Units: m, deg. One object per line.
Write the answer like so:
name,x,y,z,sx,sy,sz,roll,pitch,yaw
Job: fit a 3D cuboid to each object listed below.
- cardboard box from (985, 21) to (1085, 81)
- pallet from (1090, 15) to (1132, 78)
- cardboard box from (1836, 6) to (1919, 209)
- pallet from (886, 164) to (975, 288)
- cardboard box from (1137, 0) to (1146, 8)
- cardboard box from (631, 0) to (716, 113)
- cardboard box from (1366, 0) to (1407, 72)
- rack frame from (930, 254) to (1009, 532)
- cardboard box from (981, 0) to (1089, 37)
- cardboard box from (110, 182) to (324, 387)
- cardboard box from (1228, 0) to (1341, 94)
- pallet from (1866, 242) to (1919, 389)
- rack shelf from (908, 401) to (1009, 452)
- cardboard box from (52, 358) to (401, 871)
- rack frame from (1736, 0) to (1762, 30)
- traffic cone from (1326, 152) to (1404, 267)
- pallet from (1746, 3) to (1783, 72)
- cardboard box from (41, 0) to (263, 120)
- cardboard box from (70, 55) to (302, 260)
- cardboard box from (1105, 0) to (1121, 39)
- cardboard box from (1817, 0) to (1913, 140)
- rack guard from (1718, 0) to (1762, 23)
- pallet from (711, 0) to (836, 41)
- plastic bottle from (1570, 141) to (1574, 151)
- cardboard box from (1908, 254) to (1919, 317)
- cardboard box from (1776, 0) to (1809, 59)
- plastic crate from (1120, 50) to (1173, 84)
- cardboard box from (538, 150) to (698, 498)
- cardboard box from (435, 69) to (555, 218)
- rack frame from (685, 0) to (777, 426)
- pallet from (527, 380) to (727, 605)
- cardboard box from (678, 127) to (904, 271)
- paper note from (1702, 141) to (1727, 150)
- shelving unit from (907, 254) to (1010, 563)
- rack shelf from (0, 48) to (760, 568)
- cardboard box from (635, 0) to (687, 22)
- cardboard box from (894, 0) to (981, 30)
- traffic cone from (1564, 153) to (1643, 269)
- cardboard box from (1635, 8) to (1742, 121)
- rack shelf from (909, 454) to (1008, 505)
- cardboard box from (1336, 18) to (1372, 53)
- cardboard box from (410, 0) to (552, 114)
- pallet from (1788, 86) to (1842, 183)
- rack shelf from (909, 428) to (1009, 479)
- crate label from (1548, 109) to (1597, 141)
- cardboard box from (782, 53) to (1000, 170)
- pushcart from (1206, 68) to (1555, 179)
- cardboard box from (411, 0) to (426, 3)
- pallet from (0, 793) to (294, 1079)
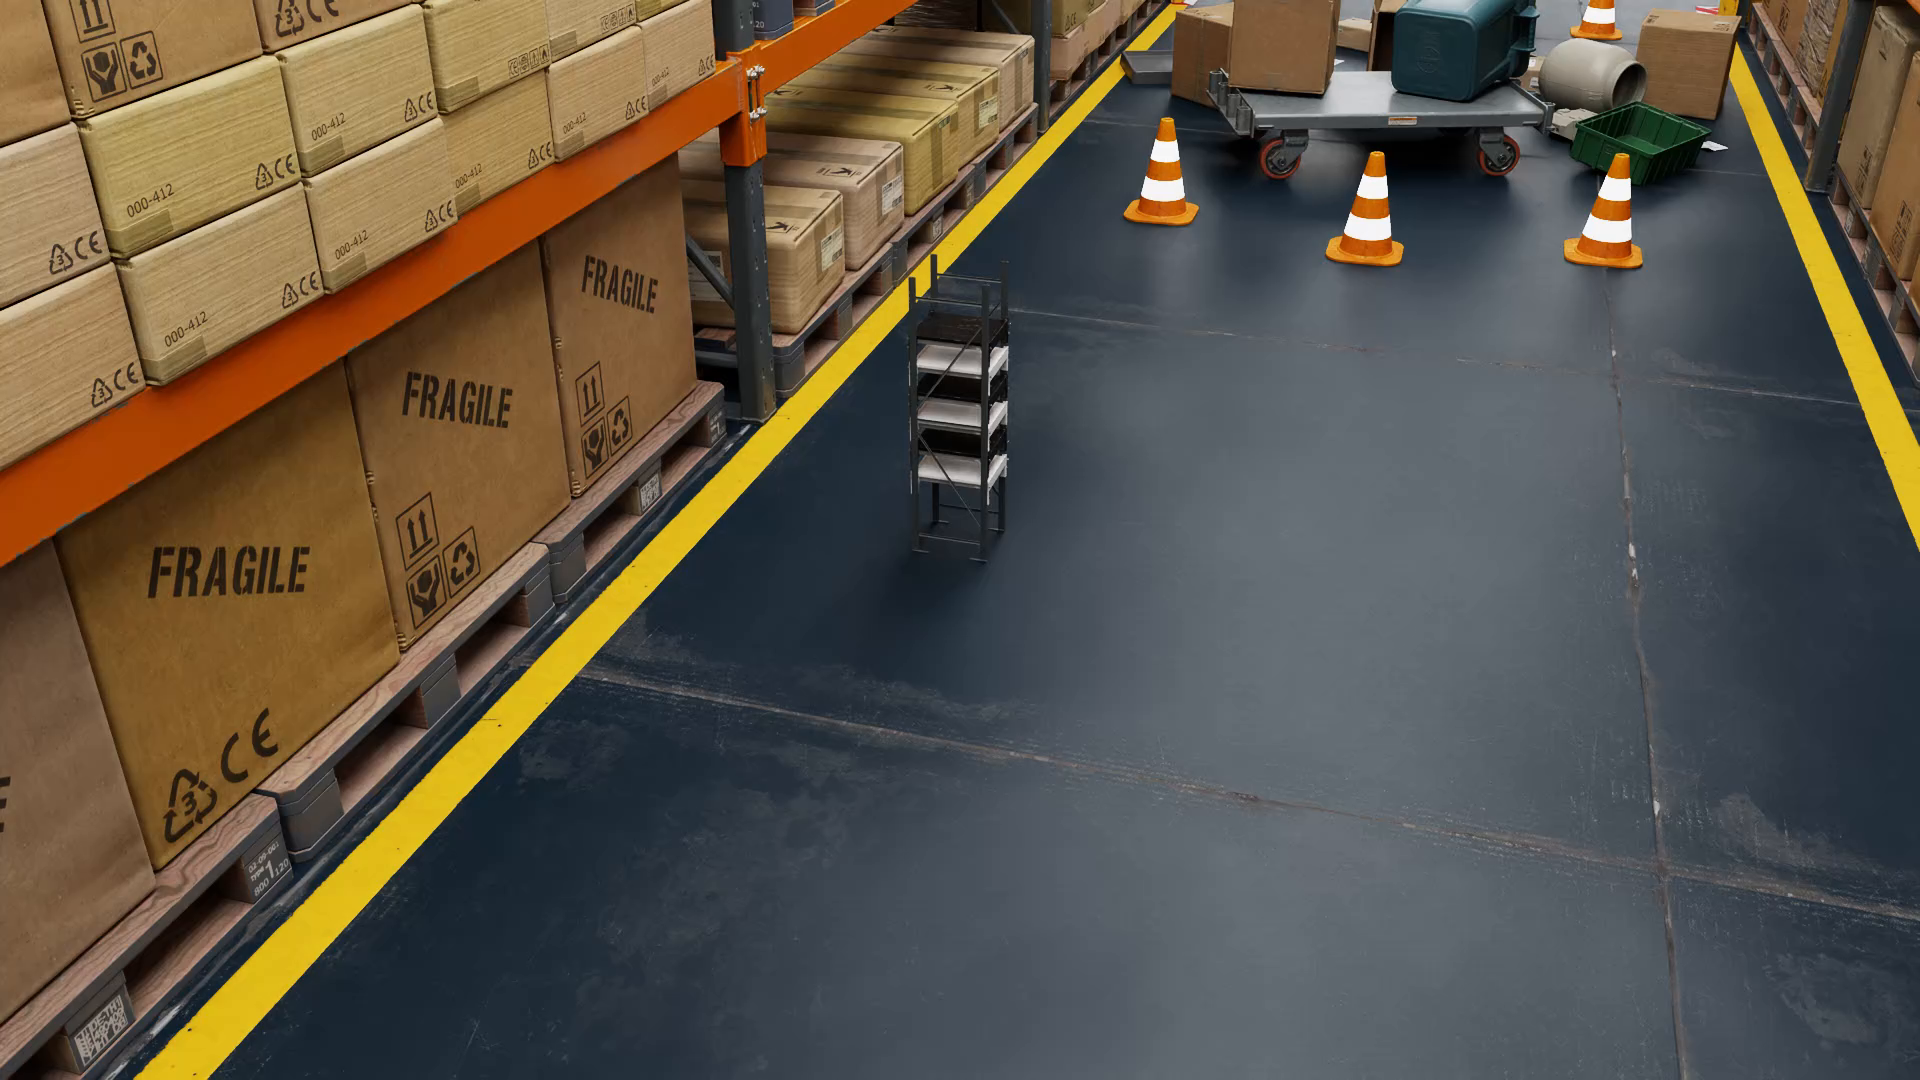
cardboard box,0.439,-2.898,9.770,0.500,0.250,0.500,7,30,13
pallet,0.528,-3.348,11.051,1.003,0.211,1.213,8,30,15
cardboard box,4.673,-1.920,7.498,1.050,0.750,0.750,8,30,15
pallet,-0.575,-1.531,7.785,1.003,0.211,1.213,8,30,15
cardboard box,1.042,-3.868,11.513,0.500,0.250,0.500,9,30,15
cardboard box,-1.066,-1.484,4.986,0.500,0.250,0.500,7,30,13
cardboard box,2.820,-2.894,9.796,0.797,0.637,0.503,8,30,15
rack frame,0.027,-0.437,5.109,0.240,0.900,0.006,8,30,15
cardboard box,0.439,-3.226,9.588,0.500,0.500,0.500,10,31,17
cardboard box,-1.643,-0.541,3.290,0.500,0.250,0.500,8,30,14
cardboard box,1.718,-2.679,8.773,0.500,0.500,0.500,8,30,15
pallet,4.259,-0.864,6.587,1.003,0.211,1.213,8,30,15
rack shelf,-0.002,-0.360,5.041,0.258,0.077,0.200,8,30,15
cardboard box,-1.977,0.062,3.807,0.875,0.875,0.875,9,30,16
rack frame,5.944,-4.880,10.937,1.000,3.000,0.127,8,30,15
traffic cone,1.853,-1.518,7.503,0.336,0.463,0.334,8,30,15
pallet,5.784,-3.279,10.927,1.003,0.211,1.213,8,30,15
cardboard box,-1.664,-1.080,2.974,0.500,0.500,0.500,8,30,14
cardboard box,-1.642,-0.757,3.165,0.500,0.250,0.500,9,30,16
cardboard box,0.738,-3.395,10.663,0.500,0.250,0.500,8,30,14
cardboard box,5.021,-2.558,8.517,0.875,0.875,0.875,9,30,16
rack guard,5.951,-3.799,11.564,1.175,0.500,0.348,8,30,15
pallet,-1.059,-2.084,6.108,1.213,0.211,1.003,8,30,15
plastic bottle,3.408,-2.081,8.927,0.133,0.061,0.283,-6,30,-11
cardboard box,4.114,-1.040,5.915,1.050,0.750,0.750,9,30,16
cardboard box,5.552,-3.401,10.032,0.875,0.875,0.875,8,30,14
plastic crate,1.253,-3.017,10.591,0.402,0.080,0.583,-1,29,-3
cardboard box,-1.448,-0.767,5.298,0.875,0.875,0.875,8,30,14
cardboard box,-1.365,-1.013,4.139,0.500,0.250,0.500,8,30,14
rack frame,-1.166,-1.822,5.439,1.000,3.000,0.127,8,30,15
pallet,-1.470,-0.247,5.478,1.003,0.211,1.213,8,30,15
cardboard box,-0.782,-1.462,7.064,0.950,0.372,0.625,8,30,14
paper note,4.101,-2.166,9.111,0.147,0.020,0.142,-12,31,-20
shelving unit,-0.002,-0.389,5.024,0.258,0.900,0.210,8,30,15
rack shelf,-1.753,-0.578,3.943,1.077,0.370,4.000,8,30,15
cardboard box,-1.065,-1.713,4.884,0.500,0.250,0.500,8,30,15
cardboard box,-0.075,-3.303,9.728,0.500,0.500,0.500,8,30,14
traffic cone,2.932,-1.505,7.479,0.336,0.463,0.334,8,30,15
cardboard box,4.244,-2.798,9.762,0.500,0.500,0.500,14,32,23
rack shelf,-0.002,-0.203,5.128,0.258,0.077,0.200,8,30,15
cardboard box,2.729,-3.397,11.203,0.250,0.149,0.380,-24,37,-37
cardboard box,-1.343,-1.234,4.022,0.500,0.250,0.500,8,30,14
pallet,5.068,-2.145,8.888,1.003,0.211,1.213,8,30,15
rack shelf,-0.002,-0.282,5.084,0.258,0.077,0.200,8,30,15
crate label,3.434,-2.309,9.261,0.298,0.136,0.250,-12,31,-20
cardboard box,-0.351,-2.137,8.277,0.950,0.372,0.625,10,31,18
pushcart,2.202,-2.232,8.875,1.648,0.377,0.936,-1,29,-3
cardboard box,-1.363,-1.555,3.829,0.500,0.500,0.500,9,30,15
pallet,-2.186,0.887,3.439,1.003,0.211,1.213,8,30,15
